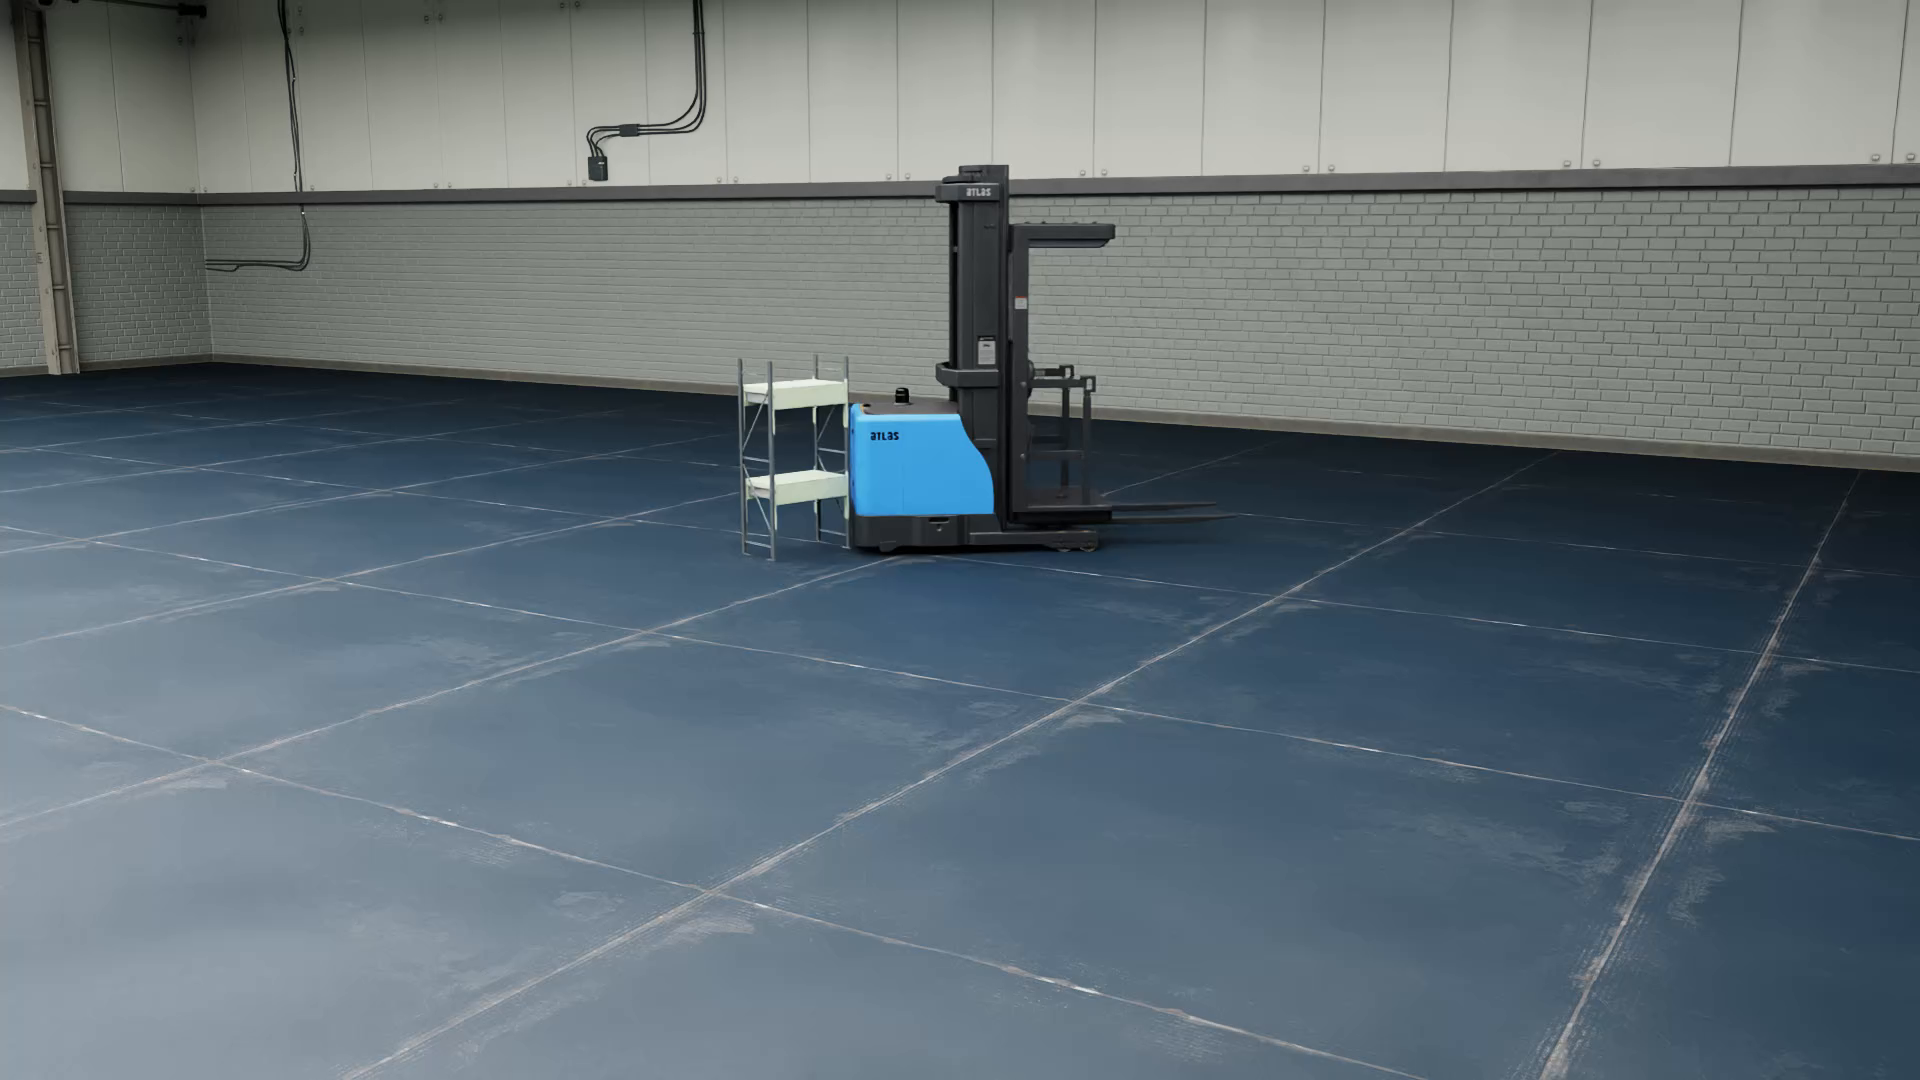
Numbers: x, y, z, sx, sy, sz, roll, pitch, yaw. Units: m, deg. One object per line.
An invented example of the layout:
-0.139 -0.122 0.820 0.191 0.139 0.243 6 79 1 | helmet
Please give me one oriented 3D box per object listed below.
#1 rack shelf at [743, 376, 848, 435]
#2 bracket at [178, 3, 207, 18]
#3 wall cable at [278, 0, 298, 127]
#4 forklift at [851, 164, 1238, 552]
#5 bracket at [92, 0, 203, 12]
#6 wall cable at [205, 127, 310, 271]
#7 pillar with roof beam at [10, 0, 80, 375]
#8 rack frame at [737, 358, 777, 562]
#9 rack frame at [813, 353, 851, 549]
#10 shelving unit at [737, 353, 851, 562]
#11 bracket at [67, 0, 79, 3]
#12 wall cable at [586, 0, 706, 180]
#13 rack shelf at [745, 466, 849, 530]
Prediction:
-1.265 -1.033 12.689 0.720 0.370 0.431 -10 15 -43 | rack shelf
-13.748 -9.479 29.763 0.235 0.232 0.430 6 12 31 | bracket
-10.525 -8.340 28.176 3.097 2.526 0.112 6 12 31 | wall cable
0.657 -1.441 13.100 3.031 2.935 1.130 -1 11 -6 | forklift
-14.055 -9.386 29.267 0.076 0.066 3.189 6 12 31 | bracket
-12.838 -6.116 30.022 3.097 2.526 0.112 6 12 31 | wall cable
-11.818 -6.894 25.739 9.100 9.000 0.548 6 12 31 | pillar with roof beam
-1.528 -0.602 12.510 0.023 1.500 0.400 -10 15 -43 | rack frame
-1.002 -0.696 13.011 0.023 1.500 0.400 -10 15 -43 | rack frame
-1.265 -0.649 12.761 0.755 1.500 0.431 -10 15 -43 | shelving unit
-14.978 -9.106 27.772 0.235 0.232 0.430 6 12 31 | bracket
-4.732 -8.404 24.565 2.305 6.003 0.169 6 12 31 | wall cable
-1.265 -0.329 12.821 0.720 0.370 0.431 -10 15 -43 | rack shelf
